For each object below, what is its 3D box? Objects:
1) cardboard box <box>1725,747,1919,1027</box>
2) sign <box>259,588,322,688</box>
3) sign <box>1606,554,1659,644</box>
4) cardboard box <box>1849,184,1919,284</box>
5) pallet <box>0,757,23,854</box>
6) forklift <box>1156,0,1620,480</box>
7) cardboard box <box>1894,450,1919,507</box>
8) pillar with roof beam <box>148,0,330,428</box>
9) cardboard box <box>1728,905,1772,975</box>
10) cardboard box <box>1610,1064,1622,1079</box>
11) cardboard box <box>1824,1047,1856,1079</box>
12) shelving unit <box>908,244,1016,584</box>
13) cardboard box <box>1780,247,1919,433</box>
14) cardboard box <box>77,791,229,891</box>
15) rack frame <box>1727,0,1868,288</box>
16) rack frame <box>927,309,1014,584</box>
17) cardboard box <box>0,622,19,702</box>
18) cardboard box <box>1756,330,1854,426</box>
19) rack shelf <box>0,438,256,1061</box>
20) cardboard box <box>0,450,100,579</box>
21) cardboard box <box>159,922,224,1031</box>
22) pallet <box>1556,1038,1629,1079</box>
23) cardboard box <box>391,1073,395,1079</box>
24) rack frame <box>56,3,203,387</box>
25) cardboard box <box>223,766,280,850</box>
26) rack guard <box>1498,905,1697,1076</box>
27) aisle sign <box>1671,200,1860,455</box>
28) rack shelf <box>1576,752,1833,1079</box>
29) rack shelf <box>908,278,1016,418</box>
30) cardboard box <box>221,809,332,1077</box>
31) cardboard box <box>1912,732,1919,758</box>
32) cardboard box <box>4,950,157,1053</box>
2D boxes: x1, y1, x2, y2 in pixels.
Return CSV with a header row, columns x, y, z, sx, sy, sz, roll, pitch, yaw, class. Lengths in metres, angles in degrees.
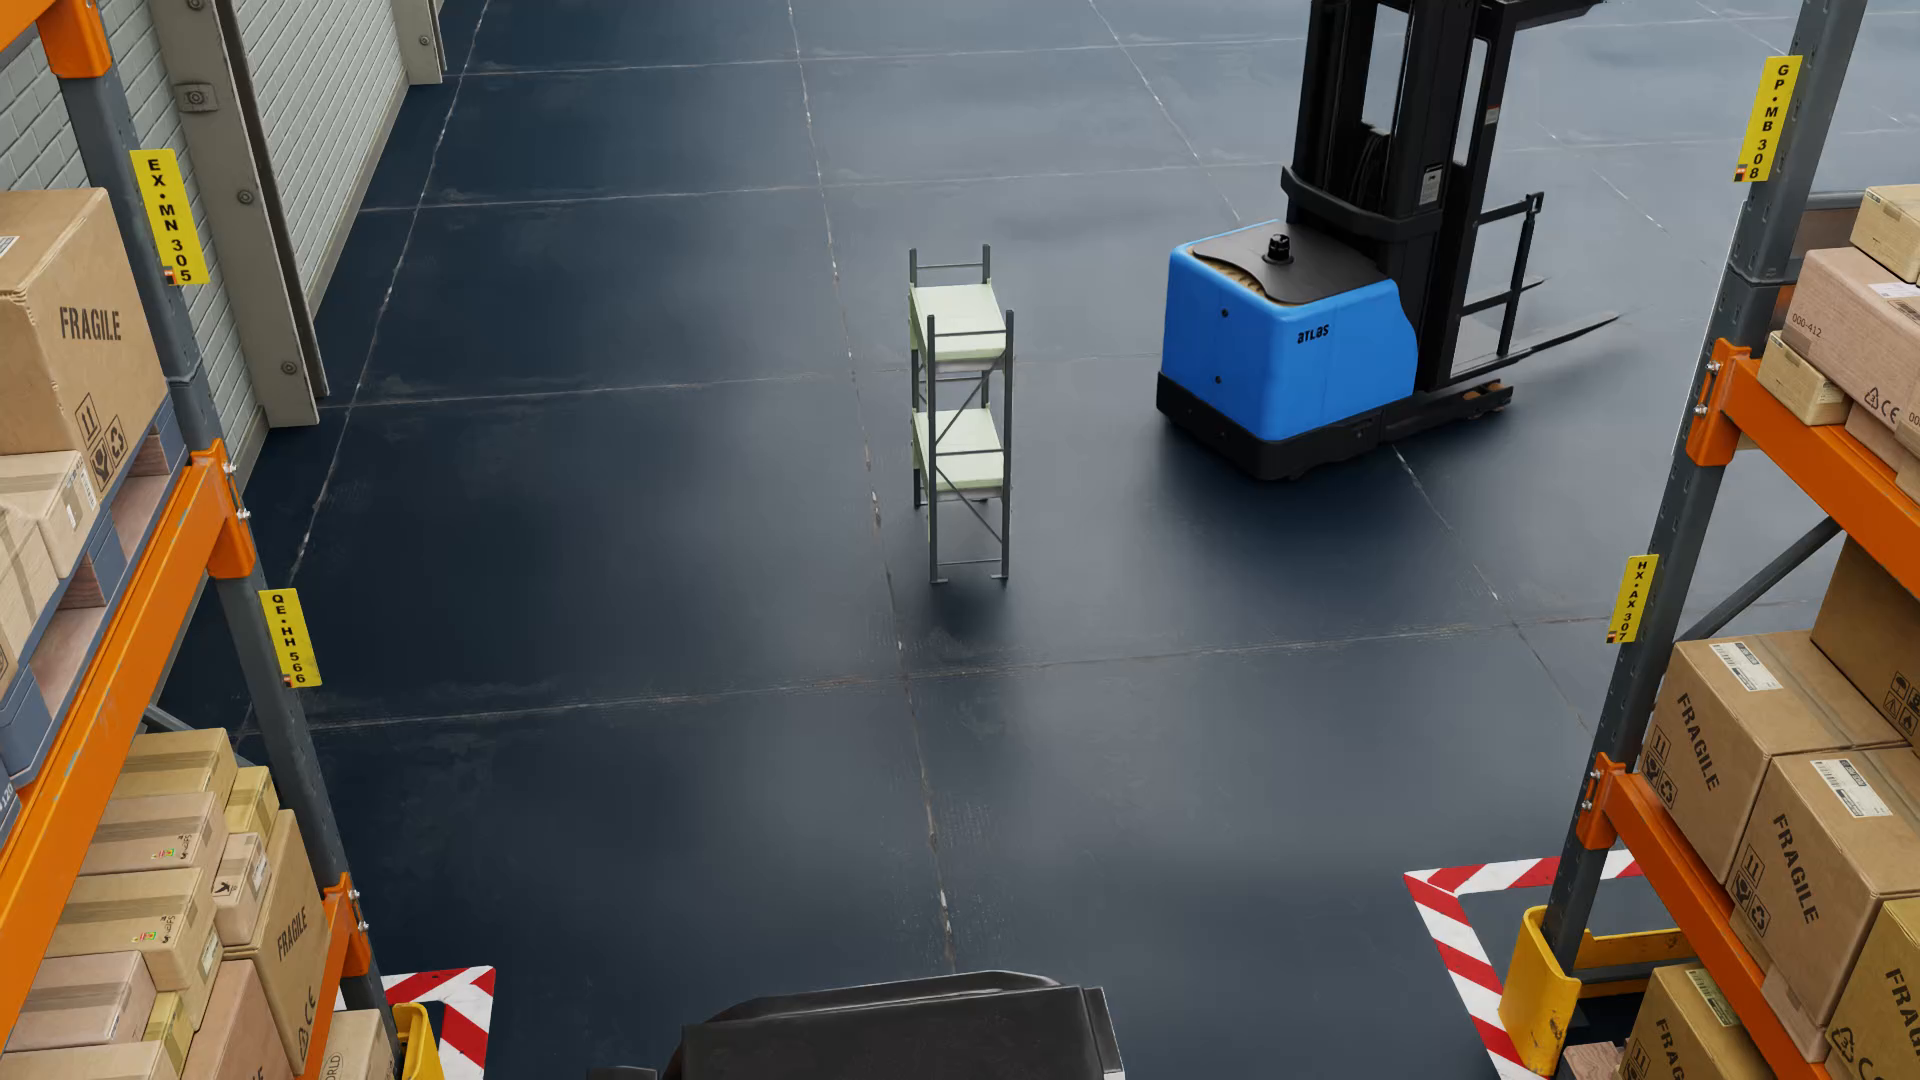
x,y,z,sx,sy,sz,roll,pitch,yaw,class
2.444,0.908,4.402,0.500,0.500,0.500,-3,34,-5,cardboard box
-1.797,0.266,4.457,0.100,0.325,0.005,-4,35,-6,sign
2.044,0.181,5.052,0.100,0.325,0.005,-4,35,-6,sign
2.428,-0.754,4.044,0.380,0.149,0.250,-5,35,-7,cardboard box
-2.099,0.752,2.398,1.003,0.211,1.213,-4,35,-6,pallet
2.676,-2.153,9.306,3.031,2.935,1.130,-19,39,-26,forklift
2.430,-0.138,3.849,0.380,0.149,0.250,-3,34,-5,cardboard box
0.323,-4.821,7.833,9.100,9.000,0.400,-4,35,-6,pillar with roof beam
2.426,1.101,4.694,0.380,0.149,0.250,-5,35,-8,cardboard box
2.416,1.932,5.321,0.500,0.250,0.500,-5,35,-7,cardboard box
2.482,1.388,4.273,0.380,0.149,0.250,-3,34,-5,cardboard box
-0.001,-0.623,8.333,0.431,1.500,0.755,-4,35,-6,shelving unit
2.386,-0.502,4.028,0.500,0.250,0.500,-5,35,-7,cardboard box
-2.015,0.763,4.038,0.380,0.149,0.250,-4,35,-6,cardboard box
2.582,-1.981,3.667,1.000,3.000,0.127,-4,35,-6,rack frame
0.048,-0.419,8.033,0.400,1.500,0.023,-4,35,-6,rack frame
-1.997,0.188,2.597,0.700,0.500,0.500,-4,34,-6,cardboard box
2.305,-0.428,4.274,0.380,0.149,0.250,-4,35,-6,cardboard box
-2.067,1.050,2.521,1.077,0.370,4.000,-4,35,-6,rack shelf
-1.924,-0.035,3.236,0.380,0.149,0.250,-5,35,-8,cardboard box
-1.974,1.028,3.912,0.380,0.149,0.250,-4,34,-5,cardboard box
2.666,2.148,5.410,1.003,0.211,1.213,-4,35,-6,pallet
-1.961,1.880,4.953,0.500,0.250,0.500,-5,35,-7,cardboard box
-2.336,-1.603,3.112,1.000,3.000,0.127,-4,35,-6,rack frame
-2.012,0.739,4.338,0.380,0.149,0.250,-4,34,-6,cardboard box
2.592,1.573,5.998,1.175,0.500,0.348,-4,35,-6,rack guard
2.266,-0.588,4.640,0.394,0.787,0.004,-4,35,-6,aisle sign
2.851,1.911,3.921,1.077,0.370,4.000,-4,35,-6,rack shelf
-0.001,-0.946,8.113,0.431,0.370,0.720,-4,35,-6,rack shelf
-2.010,1.089,4.399,0.500,0.500,0.500,-5,35,-7,cardboard box
2.928,0.472,4.153,0.700,0.500,0.500,-4,34,-6,cardboard box
-1.993,1.051,3.615,0.380,0.149,0.250,-4,34,-6,cardboard box
